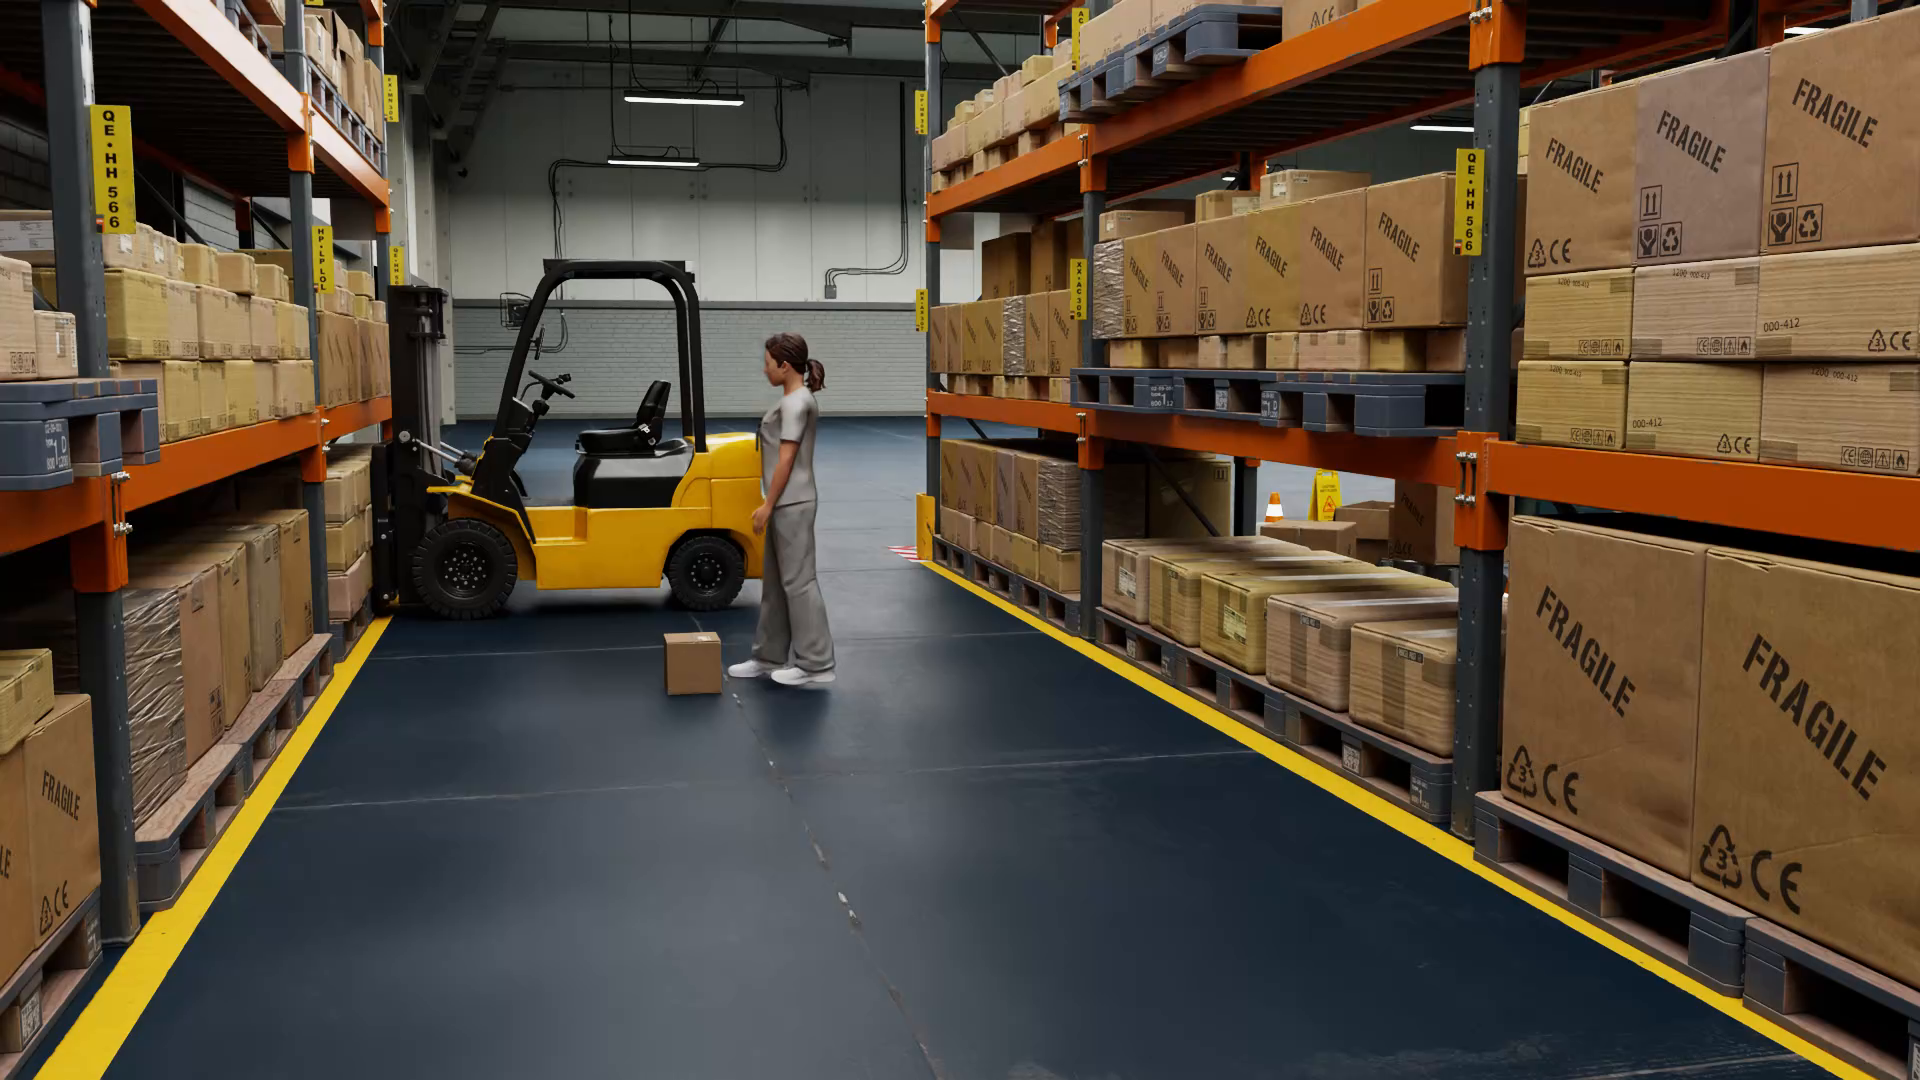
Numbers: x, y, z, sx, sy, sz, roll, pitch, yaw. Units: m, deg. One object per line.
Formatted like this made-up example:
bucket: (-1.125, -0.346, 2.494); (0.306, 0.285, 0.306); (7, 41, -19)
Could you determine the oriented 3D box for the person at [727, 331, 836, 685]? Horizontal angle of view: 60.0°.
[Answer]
person: (-0.864, -0.144, 7.918); (0.532, 1.685, 0.476); (0, 6, -4)
